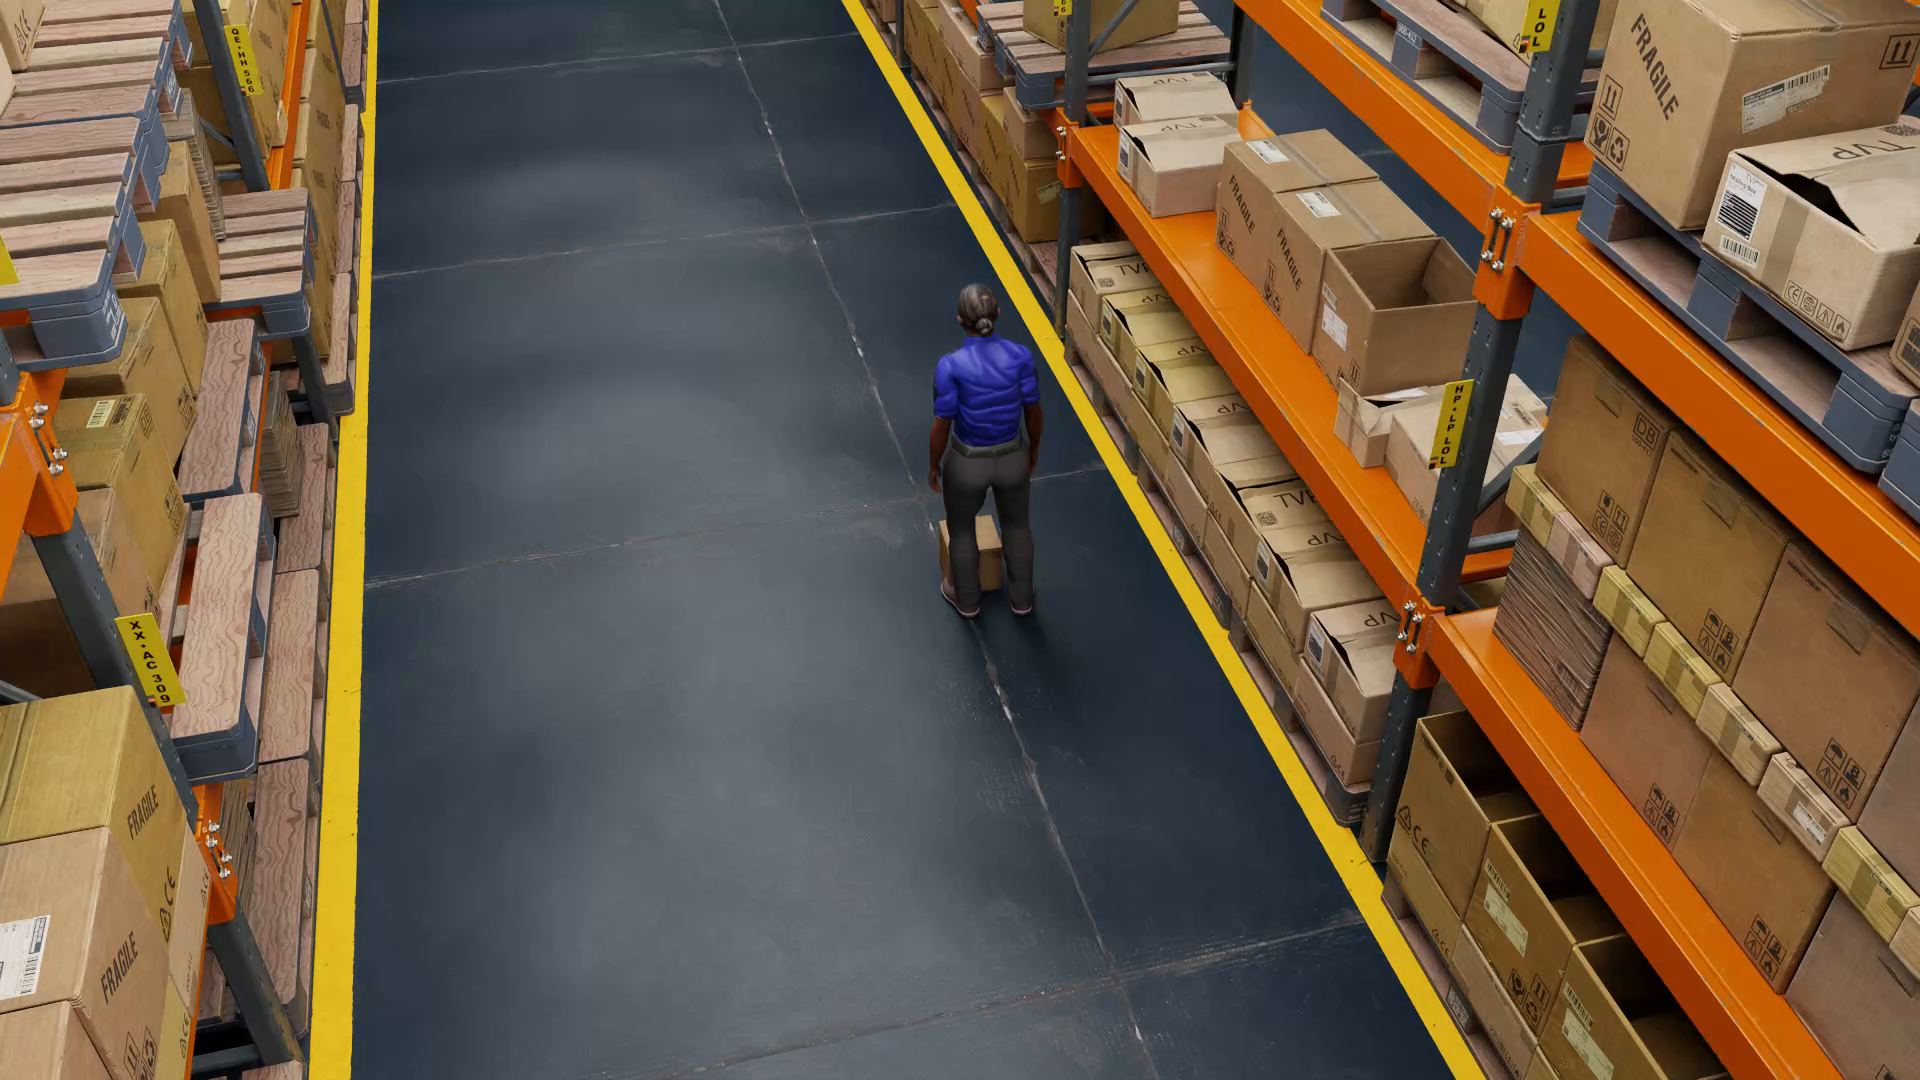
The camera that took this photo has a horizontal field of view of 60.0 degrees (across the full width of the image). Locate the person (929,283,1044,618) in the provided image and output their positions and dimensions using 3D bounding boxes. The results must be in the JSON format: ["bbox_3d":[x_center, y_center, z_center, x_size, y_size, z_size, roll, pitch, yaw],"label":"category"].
[{"bbox_3d":[0.109,-0.354,7.164,0.516,1.654,0.392,-10,39,-12],"label":"person"}]
